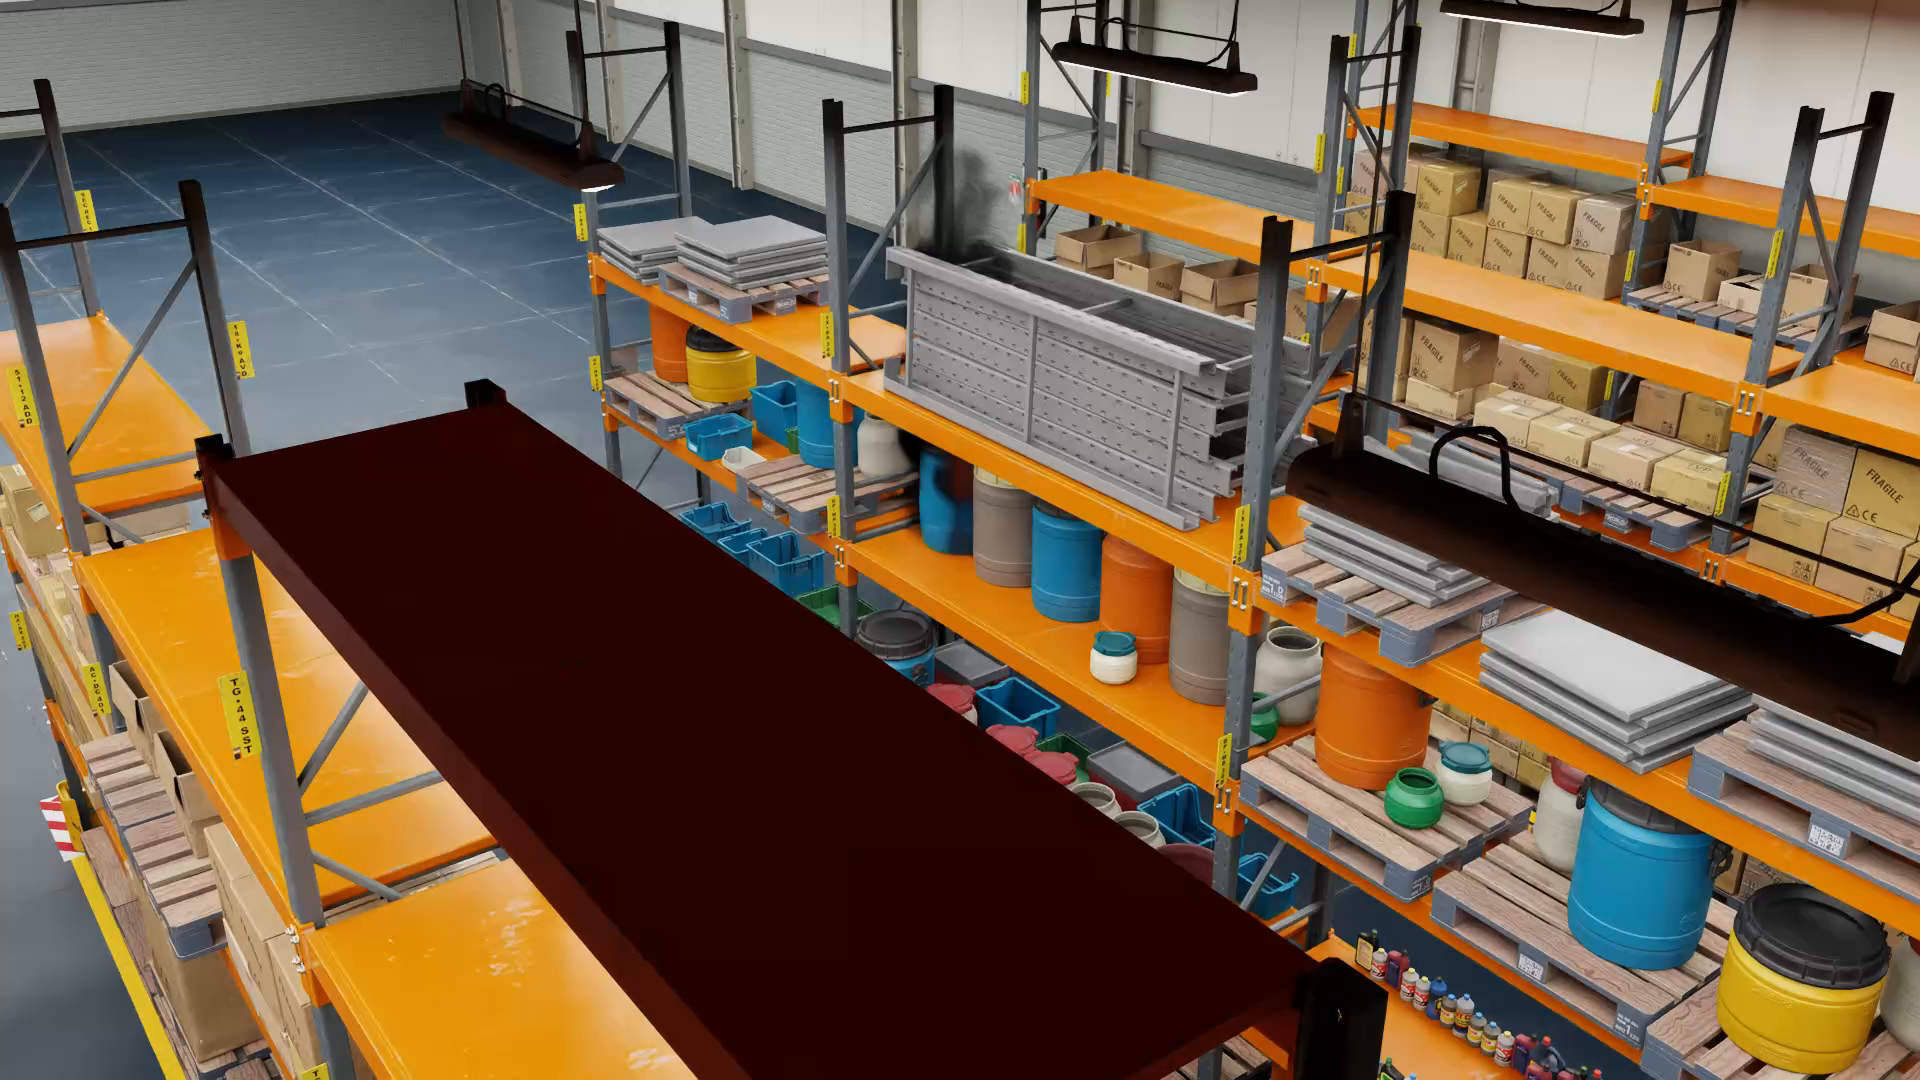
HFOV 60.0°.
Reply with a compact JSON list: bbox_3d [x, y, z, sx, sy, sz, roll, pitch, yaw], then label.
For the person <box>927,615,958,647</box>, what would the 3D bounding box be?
[{"bbox_3d":[-5.337,3.009,10.569,14.694,1.672,6.936,-11,27,-22],"label":"person"}]
